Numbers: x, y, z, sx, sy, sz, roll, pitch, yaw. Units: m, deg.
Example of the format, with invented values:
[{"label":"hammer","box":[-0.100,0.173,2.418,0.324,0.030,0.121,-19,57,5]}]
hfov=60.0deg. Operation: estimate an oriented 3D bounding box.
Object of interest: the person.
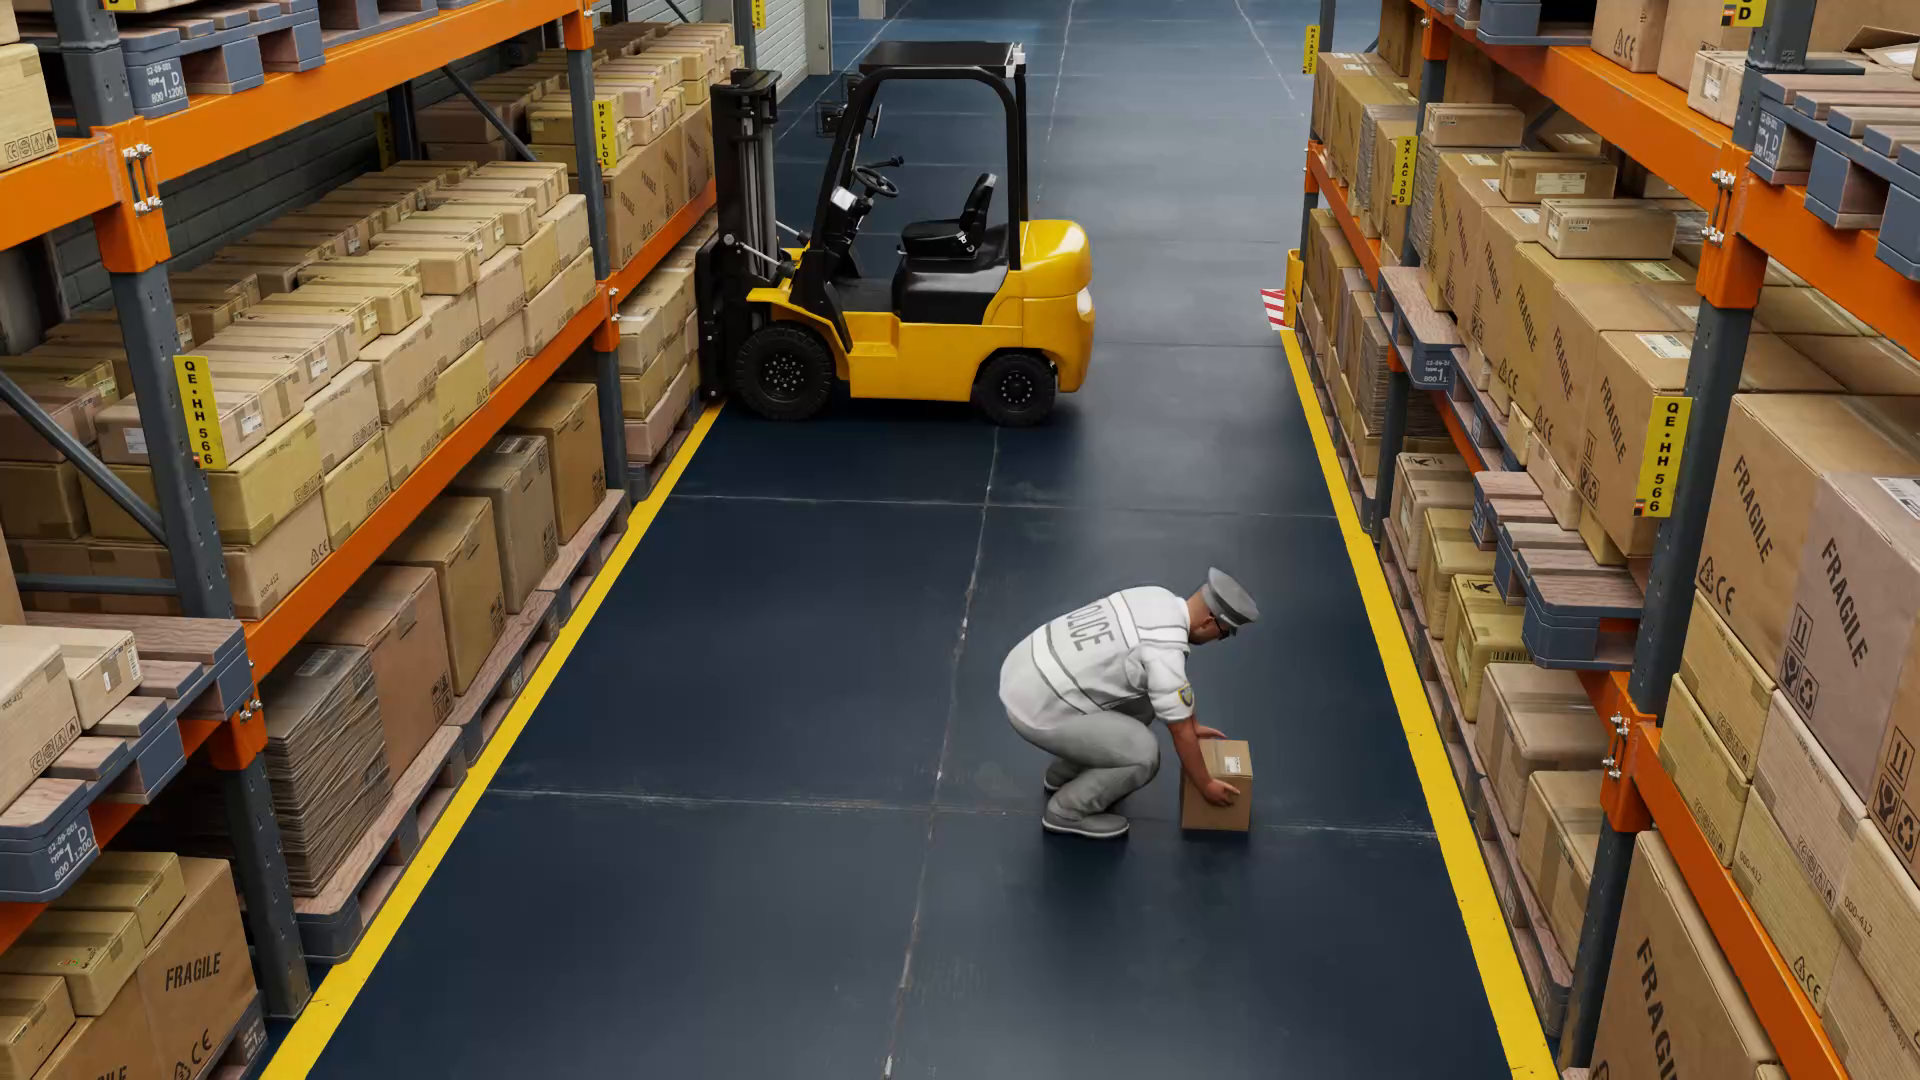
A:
[{"label":"person","box":[0.631,0.584,6.238,0.933,0.990,0.569,2,24,4]}]
